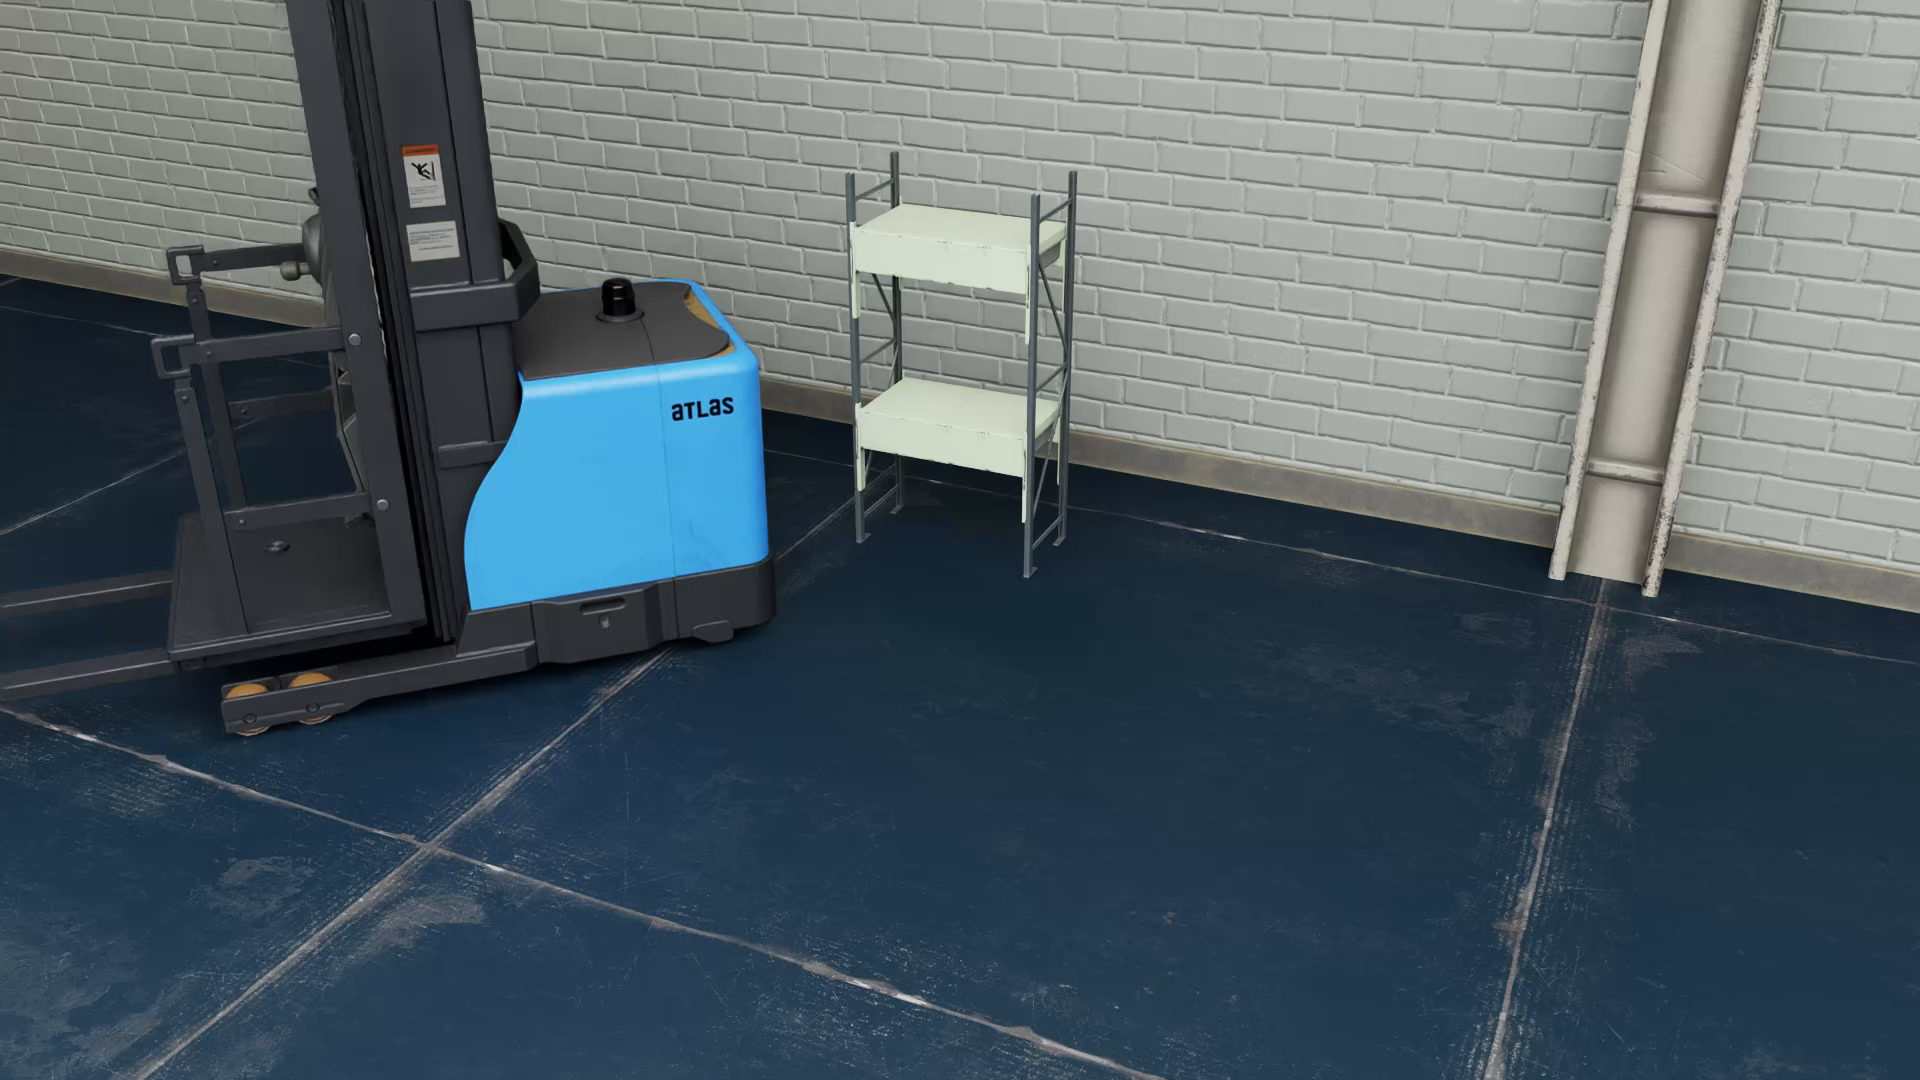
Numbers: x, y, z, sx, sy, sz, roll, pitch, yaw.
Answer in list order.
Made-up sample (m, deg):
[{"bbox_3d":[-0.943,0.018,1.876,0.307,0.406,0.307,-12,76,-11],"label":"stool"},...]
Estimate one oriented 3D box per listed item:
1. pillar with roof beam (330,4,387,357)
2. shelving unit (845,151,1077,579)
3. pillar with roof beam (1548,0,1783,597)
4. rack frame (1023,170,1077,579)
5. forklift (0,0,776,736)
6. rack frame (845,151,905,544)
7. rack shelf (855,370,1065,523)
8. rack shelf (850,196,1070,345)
[{"bbox_3d":[-4.717,-3.283,3.230,0.400,9.000,9.100,11,28,22],"label":"pillar with roof beam"},{"bbox_3d":[0.006,-0.672,6.416,0.755,1.500,0.431,11,28,22],"label":"shelving unit"},{"bbox_3d":[0.745,-2.186,1.001,0.400,9.000,9.100,11,28,22],"label":"pillar with roof beam"},{"bbox_3d":[0.339,-0.605,6.280,0.023,1.500,0.400,11,28,22],"label":"rack frame"},{"bbox_3d":[-2.240,-0.938,5.338,3.031,2.935,1.130,-10,28,-19],"label":"forklift"},{"bbox_3d":[-0.327,-0.739,6.552,0.023,1.500,0.400,11,28,22],"label":"rack frame"},{"bbox_3d":[0.006,-0.379,6.560,0.720,0.370,0.431,11,28,22],"label":"rack shelf"},{"bbox_3d":[0.006,-1.022,6.244,0.720,0.370,0.431,11,28,22],"label":"rack shelf"}]
